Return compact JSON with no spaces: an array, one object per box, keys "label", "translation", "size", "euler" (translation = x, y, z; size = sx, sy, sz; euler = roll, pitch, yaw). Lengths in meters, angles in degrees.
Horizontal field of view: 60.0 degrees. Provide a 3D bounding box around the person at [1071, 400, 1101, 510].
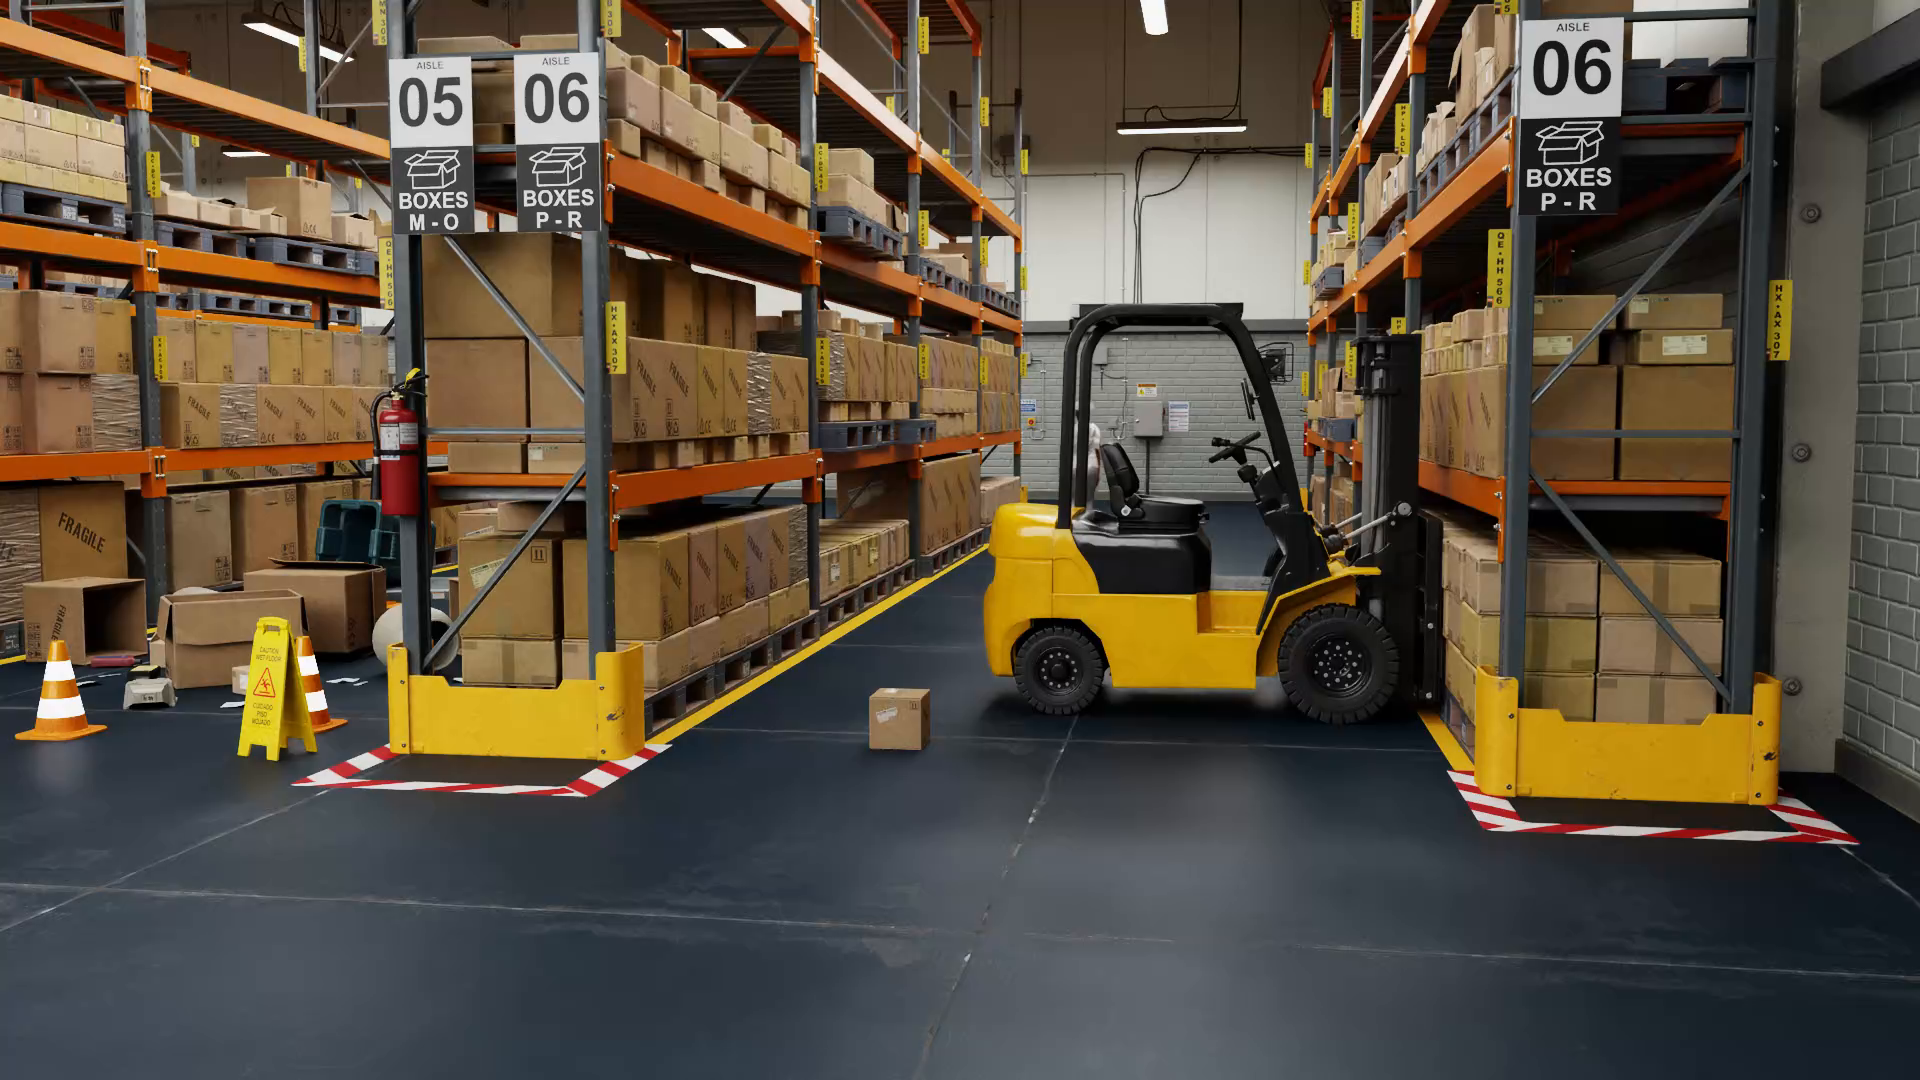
[{"label":"person","translation":[1.440,-0.821,19.653],"size":[0.442,1.678,0.461],"euler":[1,5,9]}]
